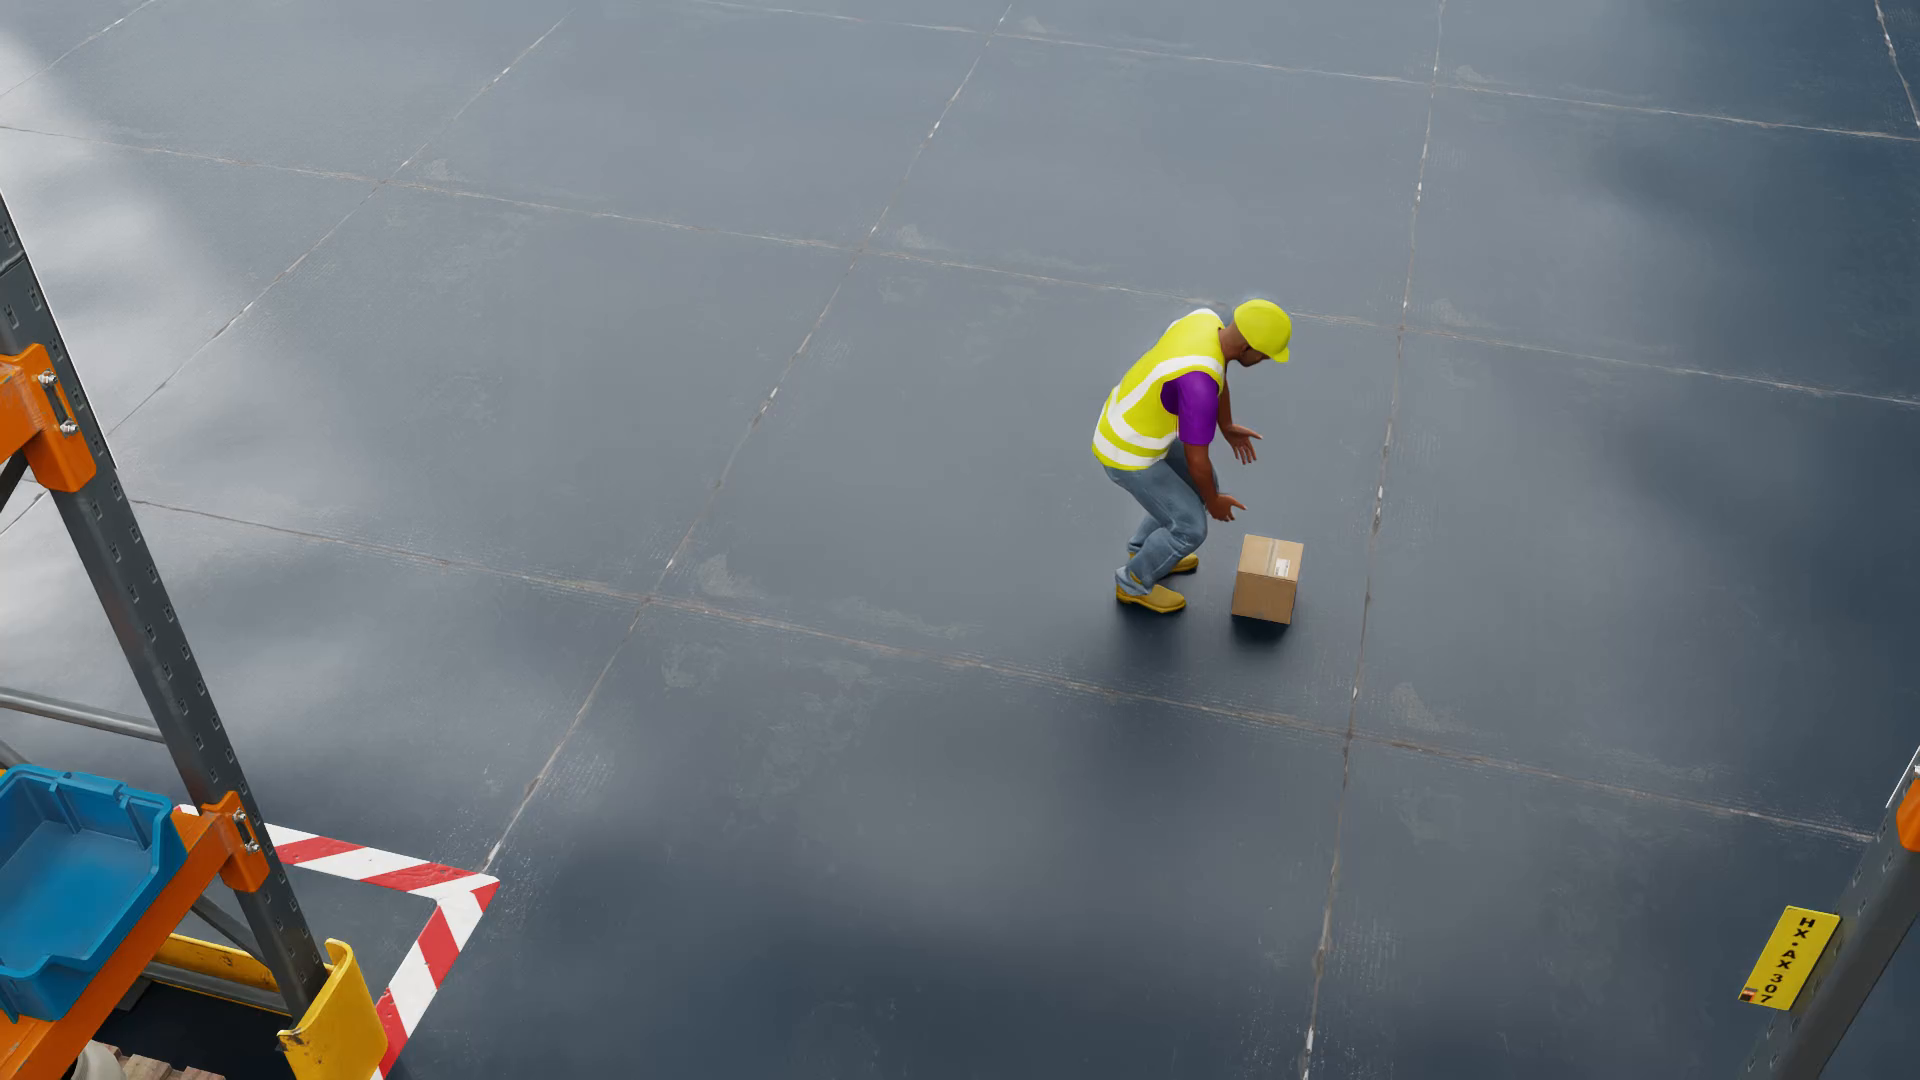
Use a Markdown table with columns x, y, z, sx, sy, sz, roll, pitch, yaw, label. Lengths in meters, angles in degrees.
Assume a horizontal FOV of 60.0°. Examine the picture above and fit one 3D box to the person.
| x | y | z | sx | sy | sz | roll | pitch | yaw | label |
| --- | --- | --- | --- | --- | --- | --- | --- | --- | --- |
| 0.919 | -0.390 | 6.825 | 0.728 | 1.461 | 0.630 | 10 | 42 | 12 | person |
